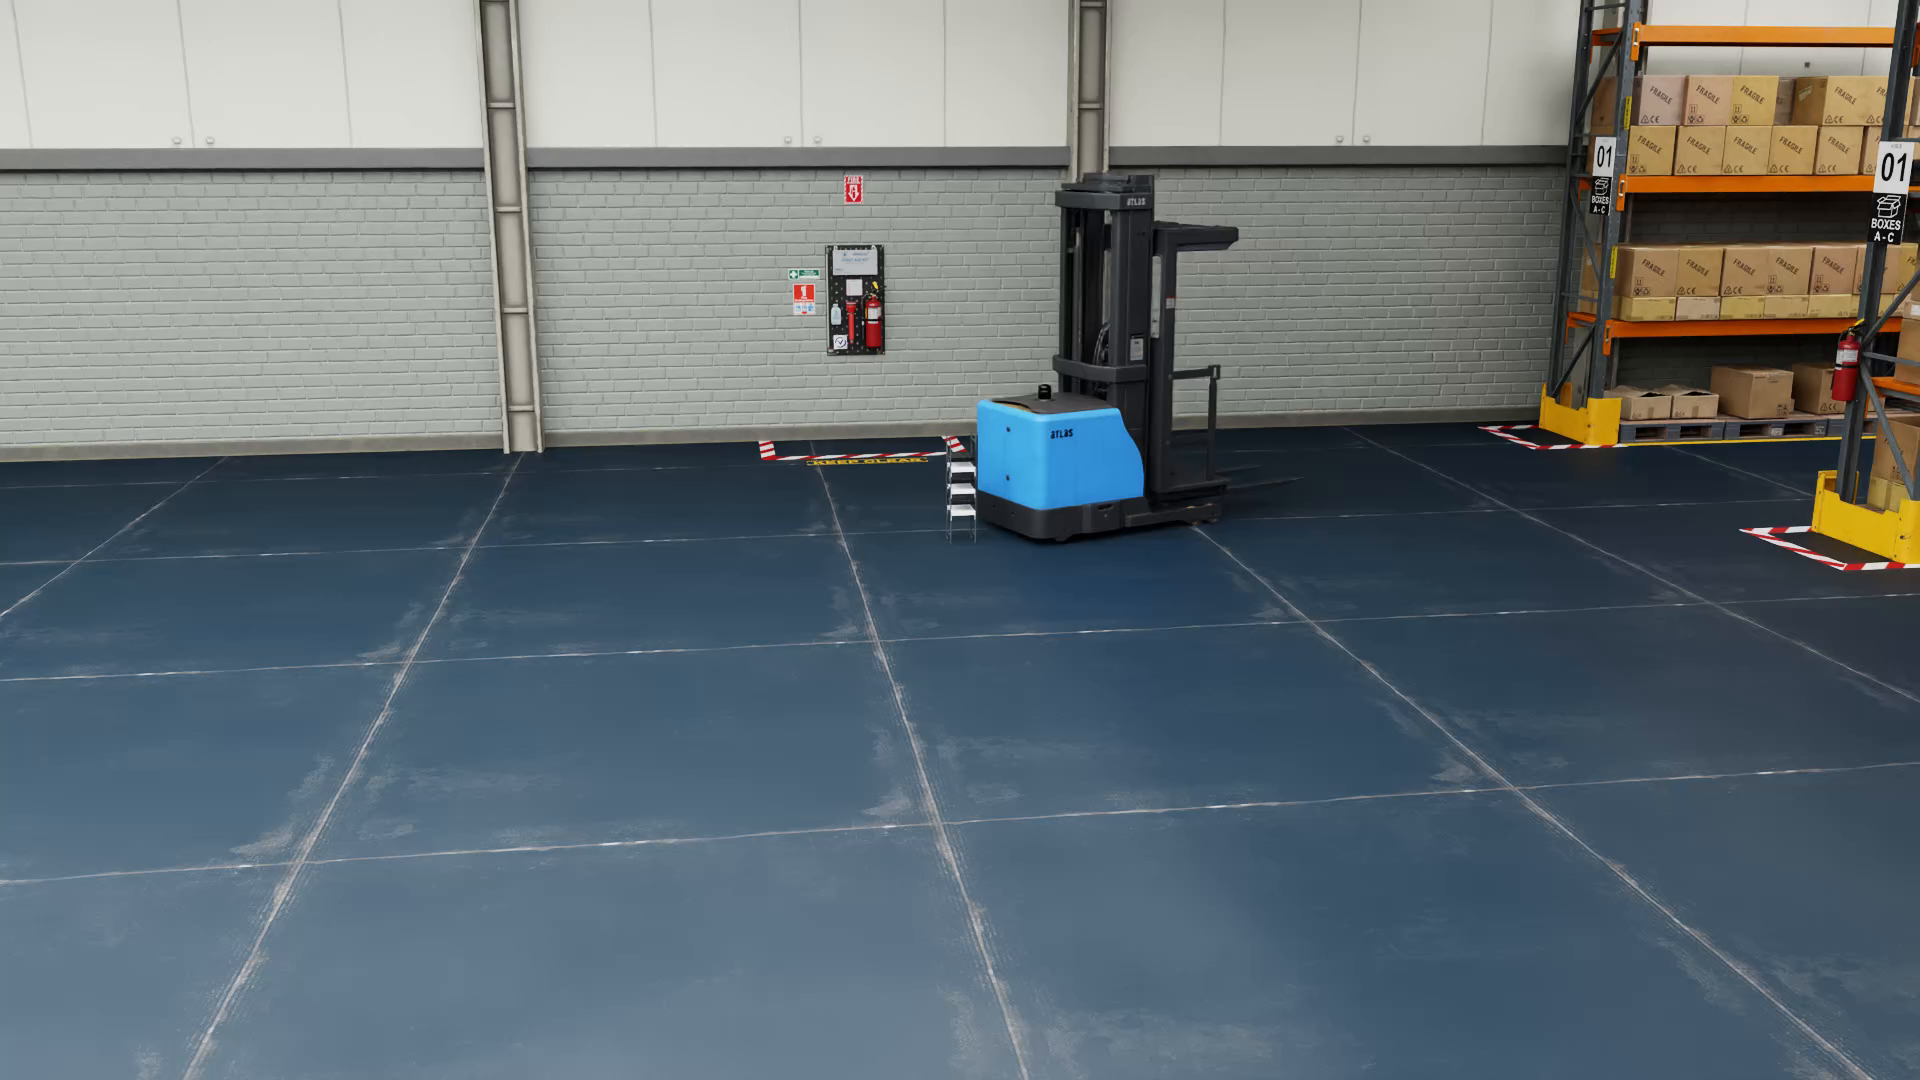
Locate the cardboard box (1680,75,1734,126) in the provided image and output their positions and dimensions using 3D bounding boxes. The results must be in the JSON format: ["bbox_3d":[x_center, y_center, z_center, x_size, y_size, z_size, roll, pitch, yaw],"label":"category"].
[{"bbox_3d":[7.643,-4.565,17.288,0.500,0.500,0.500,-2,14,-9],"label":"cardboard box"}]

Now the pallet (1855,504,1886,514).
[{"bbox_3d":[8.214,-0.099,13.682,1.213,0.211,1.003,-2,14,-8],"label":"pallet"}]

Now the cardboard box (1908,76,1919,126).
[{"bbox_3d":[10.223,-4.665,17.687,0.500,0.500,0.500,-3,14,-13],"label":"cardboard box"}]

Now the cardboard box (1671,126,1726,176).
[{"bbox_3d":[7.627,-4.081,17.415,0.500,0.500,0.500,-1,14,-5],"label":"cardboard box"}]

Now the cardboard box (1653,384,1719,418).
[{"bbox_3d":[7.984,-1.538,18.312,0.500,0.311,0.500,-1,14,-4],"label":"cardboard box"}]

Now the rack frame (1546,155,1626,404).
[{"bbox_3d":[6.722,-2.605,17.943,0.127,3.000,1.000,-2,14,-8],"label":"rack frame"}]

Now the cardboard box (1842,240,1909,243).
[{"bbox_3d":[10.182,-3.084,18.578,0.500,0.500,0.500,-2,14,-10],"label":"cardboard box"}]

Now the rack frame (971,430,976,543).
[{"bbox_3d":[0.109,-0.440,13.628,0.006,0.900,0.240,-2,14,-8],"label":"rack frame"}]

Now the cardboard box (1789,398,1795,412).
[{"bbox_3d":[9.093,-1.527,18.602,0.250,0.149,0.380,-3,14,-13],"label":"cardboard box"}]

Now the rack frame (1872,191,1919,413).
[{"bbox_3d":[10.678,-2.750,18.521,0.127,3.000,1.000,-2,14,-8],"label":"rack frame"}]

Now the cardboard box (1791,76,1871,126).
[{"bbox_3d":[9.167,-4.621,17.512,0.500,0.500,0.500,-3,14,-10],"label":"cardboard box"}]

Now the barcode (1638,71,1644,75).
[{"bbox_3d":[7.350,-5.030,17.953,0.075,0.075,0.001,-2,14,-8],"label":"barcode"}]

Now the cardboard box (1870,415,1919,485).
[{"bbox_3d":[7.950,-0.738,13.747,0.500,0.500,0.500,-2,14,-8],"label":"cardboard box"}]

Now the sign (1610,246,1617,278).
[{"bbox_3d":[6.803,-2.894,17.317,0.005,0.325,0.100,-2,14,-8],"label":"sign"}]

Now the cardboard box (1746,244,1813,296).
[{"bbox_3d":[8.750,-2.905,17.864,0.500,0.500,0.500,-2,14,-7],"label":"cardboard box"}]

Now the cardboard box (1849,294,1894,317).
[{"bbox_3d":[9.761,-2.581,18.113,0.500,0.250,0.500,-2,14,-8],"label":"cardboard box"}]

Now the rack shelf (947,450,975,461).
[{"bbox_3d":[0.008,-0.666,13.556,0.200,0.077,0.258,-2,14,-8],"label":"rack shelf"}]

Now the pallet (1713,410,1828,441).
[{"bbox_3d":[8.810,-1.320,18.549,1.213,0.211,1.003,-2,14,-8],"label":"pallet"}]

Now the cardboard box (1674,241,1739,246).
[{"bbox_3d":[8.167,-3.010,18.281,0.500,0.500,0.500,-2,14,-10],"label":"cardboard box"}]

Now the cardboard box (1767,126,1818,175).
[{"bbox_3d":[8.666,-4.125,17.592,0.500,0.500,0.500,-1,14,-5],"label":"cardboard box"}]

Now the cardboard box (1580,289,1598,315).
[{"bbox_3d":[7.156,-2.605,18.212,0.500,0.250,0.500,-2,14,-7],"label":"cardboard box"}]

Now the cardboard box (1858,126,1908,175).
[{"bbox_3d":[9.713,-4.170,17.770,0.500,0.500,0.500,-3,14,-13],"label":"cardboard box"}]

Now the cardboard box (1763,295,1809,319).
[{"bbox_3d":[8.768,-2.540,17.952,0.500,0.250,0.500,-2,14,-8],"label":"cardboard box"}]

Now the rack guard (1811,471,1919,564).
[{"bbox_3d":[7.440,-0.200,13.492,0.348,0.500,1.175,-2,14,-8],"label":"rack guard"}]

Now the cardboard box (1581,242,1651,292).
[{"bbox_3d":[7.157,-2.974,18.139,0.500,0.500,0.500,-2,14,-9],"label":"cardboard box"}]

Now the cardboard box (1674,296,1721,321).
[{"bbox_3d":[7.763,-2.505,17.813,0.500,0.250,0.500,-3,14,-10],"label":"cardboard box"}]

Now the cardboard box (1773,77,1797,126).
[{"bbox_3d":[8.637,-4.733,17.959,0.500,0.500,0.500,-2,14,-8],"label":"cardboard box"}]

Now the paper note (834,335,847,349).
[{"bbox_3d":[-1.282,-2.124,17.834,0.142,0.148,0.016,-2,14,-8],"label":"paper note"}]

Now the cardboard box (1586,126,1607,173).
[{"bbox_3d":[7.097,-4.194,17.866,0.500,0.500,0.500,-1,14,-4],"label":"cardboard box"}]

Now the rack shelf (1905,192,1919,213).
[{"bbox_3d":[9.442,-2.592,13.203,4.000,0.370,1.077,-2,14,-8],"label":"rack shelf"}]

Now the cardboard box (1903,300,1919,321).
[{"bbox_3d":[7.813,-1.836,13.339,0.250,0.149,0.380,-2,14,-9],"label":"cardboard box"}]

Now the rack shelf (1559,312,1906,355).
[{"bbox_3d":[8.700,-2.329,18.319,4.000,0.370,1.077,-2,14,-8],"label":"rack shelf"}]

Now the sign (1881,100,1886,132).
[{"bbox_3d":[7.397,-3.391,13.251,0.005,0.325,0.100,-2,14,-8],"label":"sign"}]

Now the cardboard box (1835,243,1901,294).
[{"bbox_3d":[9.764,-2.940,18.003,0.500,0.500,0.500,-2,14,-9],"label":"cardboard box"}]

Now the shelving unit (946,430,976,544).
[{"bbox_3d":[0.008,-0.437,13.614,0.210,0.900,0.258,-2,14,-8],"label":"shelving unit"}]

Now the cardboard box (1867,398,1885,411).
[{"bbox_3d":[10.153,-1.562,18.706,0.250,0.166,0.380,-4,15,-16],"label":"cardboard box"}]

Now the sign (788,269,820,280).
[{"bbox_3d":[-1.653,-2.818,17.628,0.331,0.109,0.001,-2,14,-8],"label":"sign"}]

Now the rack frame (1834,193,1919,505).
[{"bbox_3d":[7.464,-1.414,13.192,0.127,3.000,1.000,-2,14,-8],"label":"rack frame"}]

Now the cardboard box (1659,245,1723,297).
[{"bbox_3d":[7.729,-2.866,17.710,0.500,0.500,0.500,-2,14,-8],"label":"cardboard box"}]

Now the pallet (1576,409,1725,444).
[{"bbox_3d":[7.606,-1.276,18.376,1.213,0.211,1.003,-2,14,-8],"label":"pallet"}]

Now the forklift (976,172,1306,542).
[{"bbox_3d":[1.662,-1.648,14.270,3.031,2.935,1.130,-8,16,-30],"label":"forklift"}]

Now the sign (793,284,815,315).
[{"bbox_3d":[-1.659,-2.563,17.701,0.234,0.329,0.001,-2,14,-8],"label":"sign"}]

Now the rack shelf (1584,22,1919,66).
[{"bbox_3d":[8.700,-5.237,17.590,4.000,0.370,1.077,-2,14,-8],"label":"rack shelf"}]

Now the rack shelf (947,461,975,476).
[{"bbox_3d":[0.008,-0.579,13.578,0.200,0.077,0.258,-2,14,-8],"label":"rack shelf"}]

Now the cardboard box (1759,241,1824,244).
[{"bbox_3d":[9.176,-3.049,18.440,0.500,0.500,0.500,-2,14,-7],"label":"cardboard box"}]

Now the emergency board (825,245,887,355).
[{"bbox_3d":[-1.097,-2.541,17.686,0.643,1.169,0.194,-2,14,-8],"label":"emergency board"}]

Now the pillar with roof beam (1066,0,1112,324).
[{"bbox_3d":[1.994,-4.495,13.148,0.400,9.000,9.100,-2,14,-8],"label":"pillar with roof beam"}]

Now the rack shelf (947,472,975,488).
[{"bbox_3d":[0.008,-0.492,13.600,0.200,0.077,0.258,-2,14,-8],"label":"rack shelf"}]
